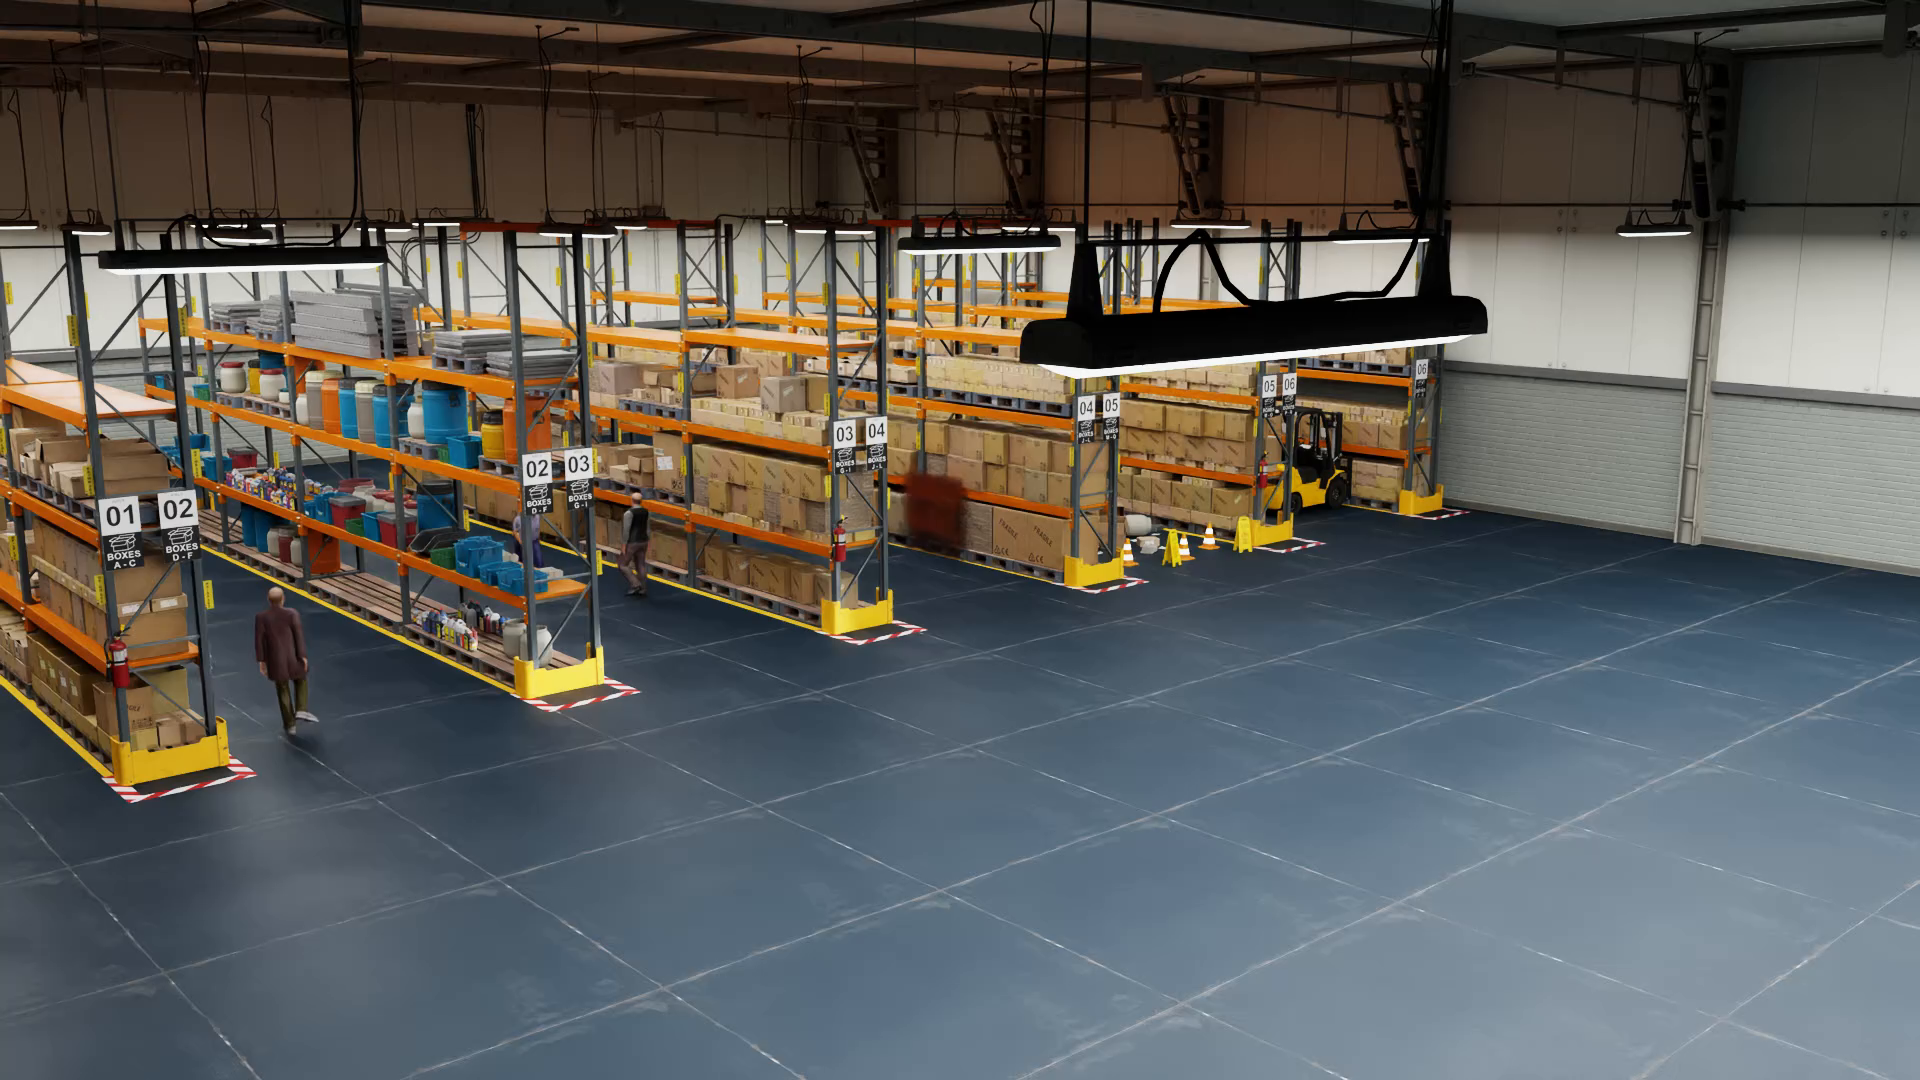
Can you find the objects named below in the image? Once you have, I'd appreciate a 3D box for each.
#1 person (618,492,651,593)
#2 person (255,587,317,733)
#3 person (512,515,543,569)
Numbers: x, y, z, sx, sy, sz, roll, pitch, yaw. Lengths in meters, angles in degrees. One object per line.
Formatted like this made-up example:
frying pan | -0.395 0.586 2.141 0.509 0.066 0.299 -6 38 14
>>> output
person | -5.271 0.051 27.099 0.423 1.665 0.571 10 15 39
person | -8.182 1.456 20.146 0.618 1.767 0.555 -6 13 -26
person | -7.173 0.046 27.558 0.573 1.497 0.614 -8 14 -35
